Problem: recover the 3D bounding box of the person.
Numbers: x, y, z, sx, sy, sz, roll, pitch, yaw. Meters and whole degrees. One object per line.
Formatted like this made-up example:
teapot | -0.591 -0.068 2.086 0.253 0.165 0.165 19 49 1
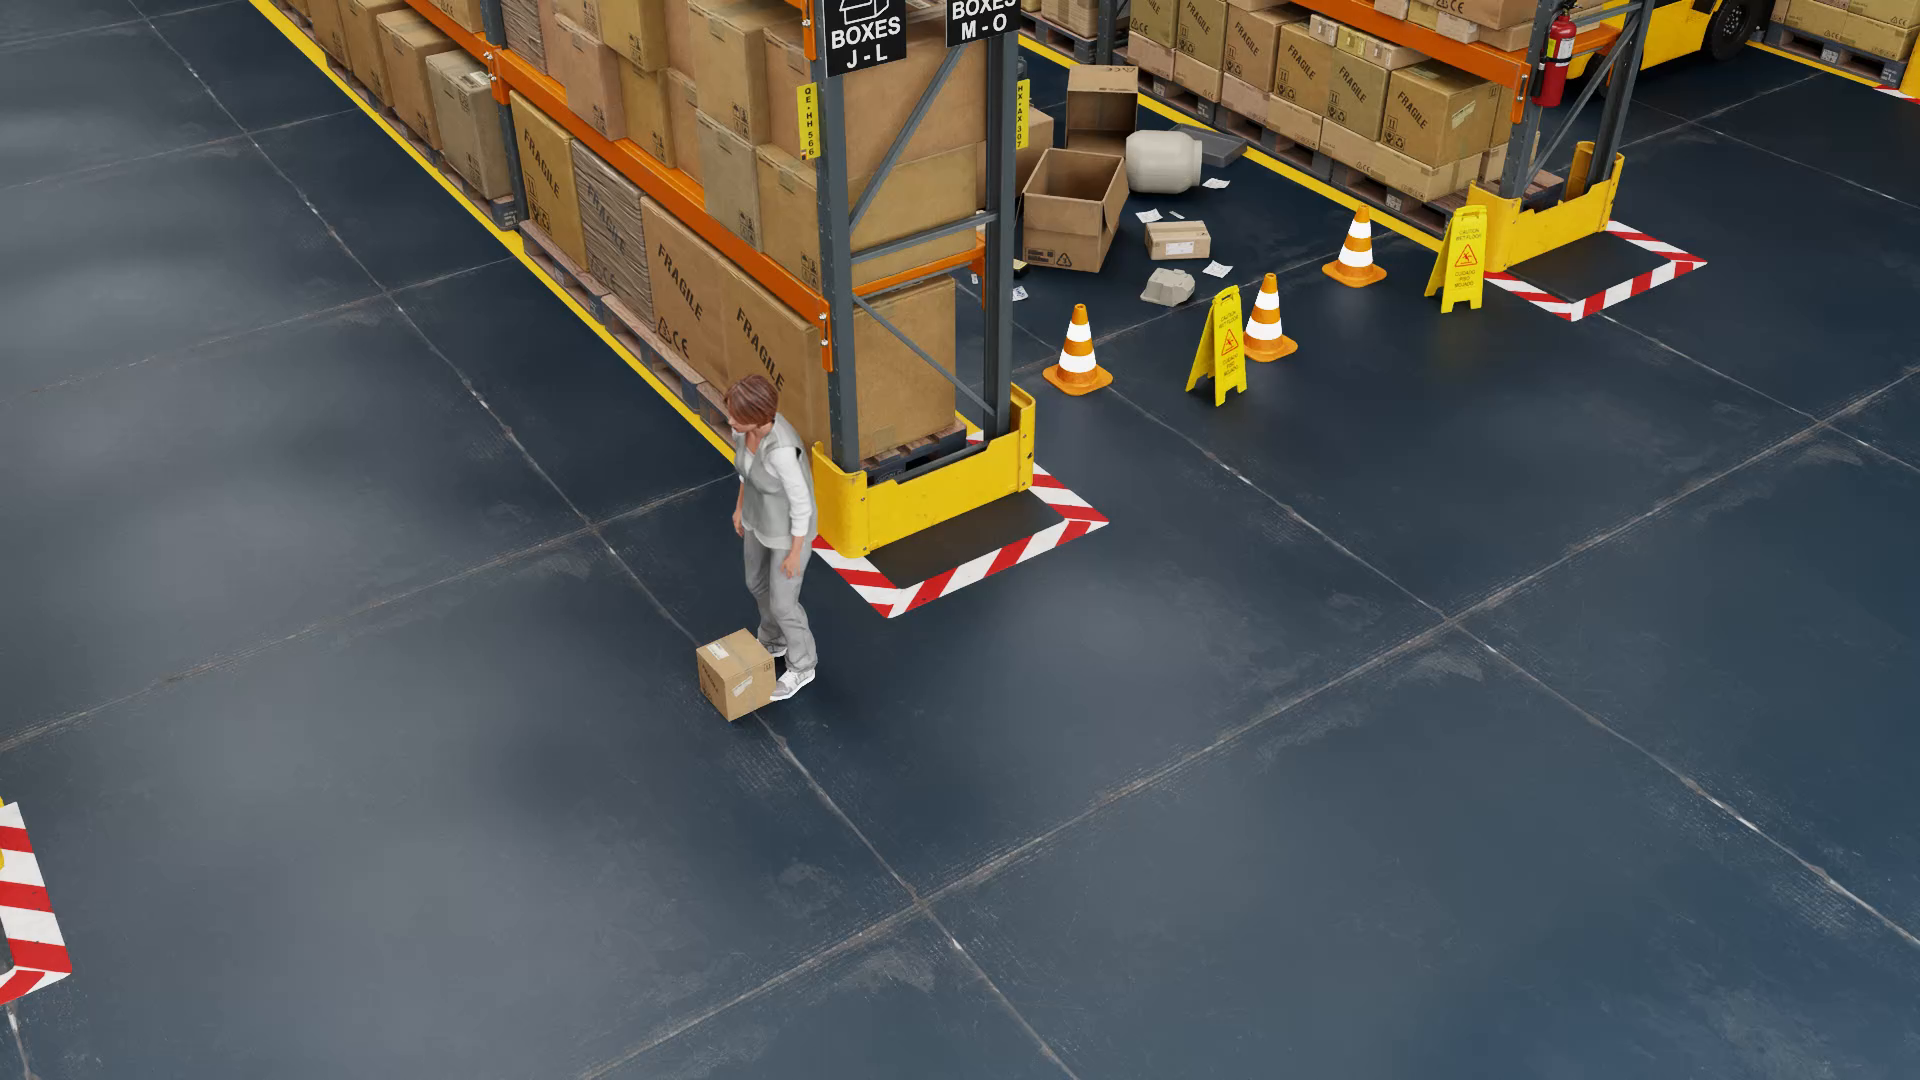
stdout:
person | -0.791 -0.030 7.047 0.345 1.593 0.479 -24 43 -29
